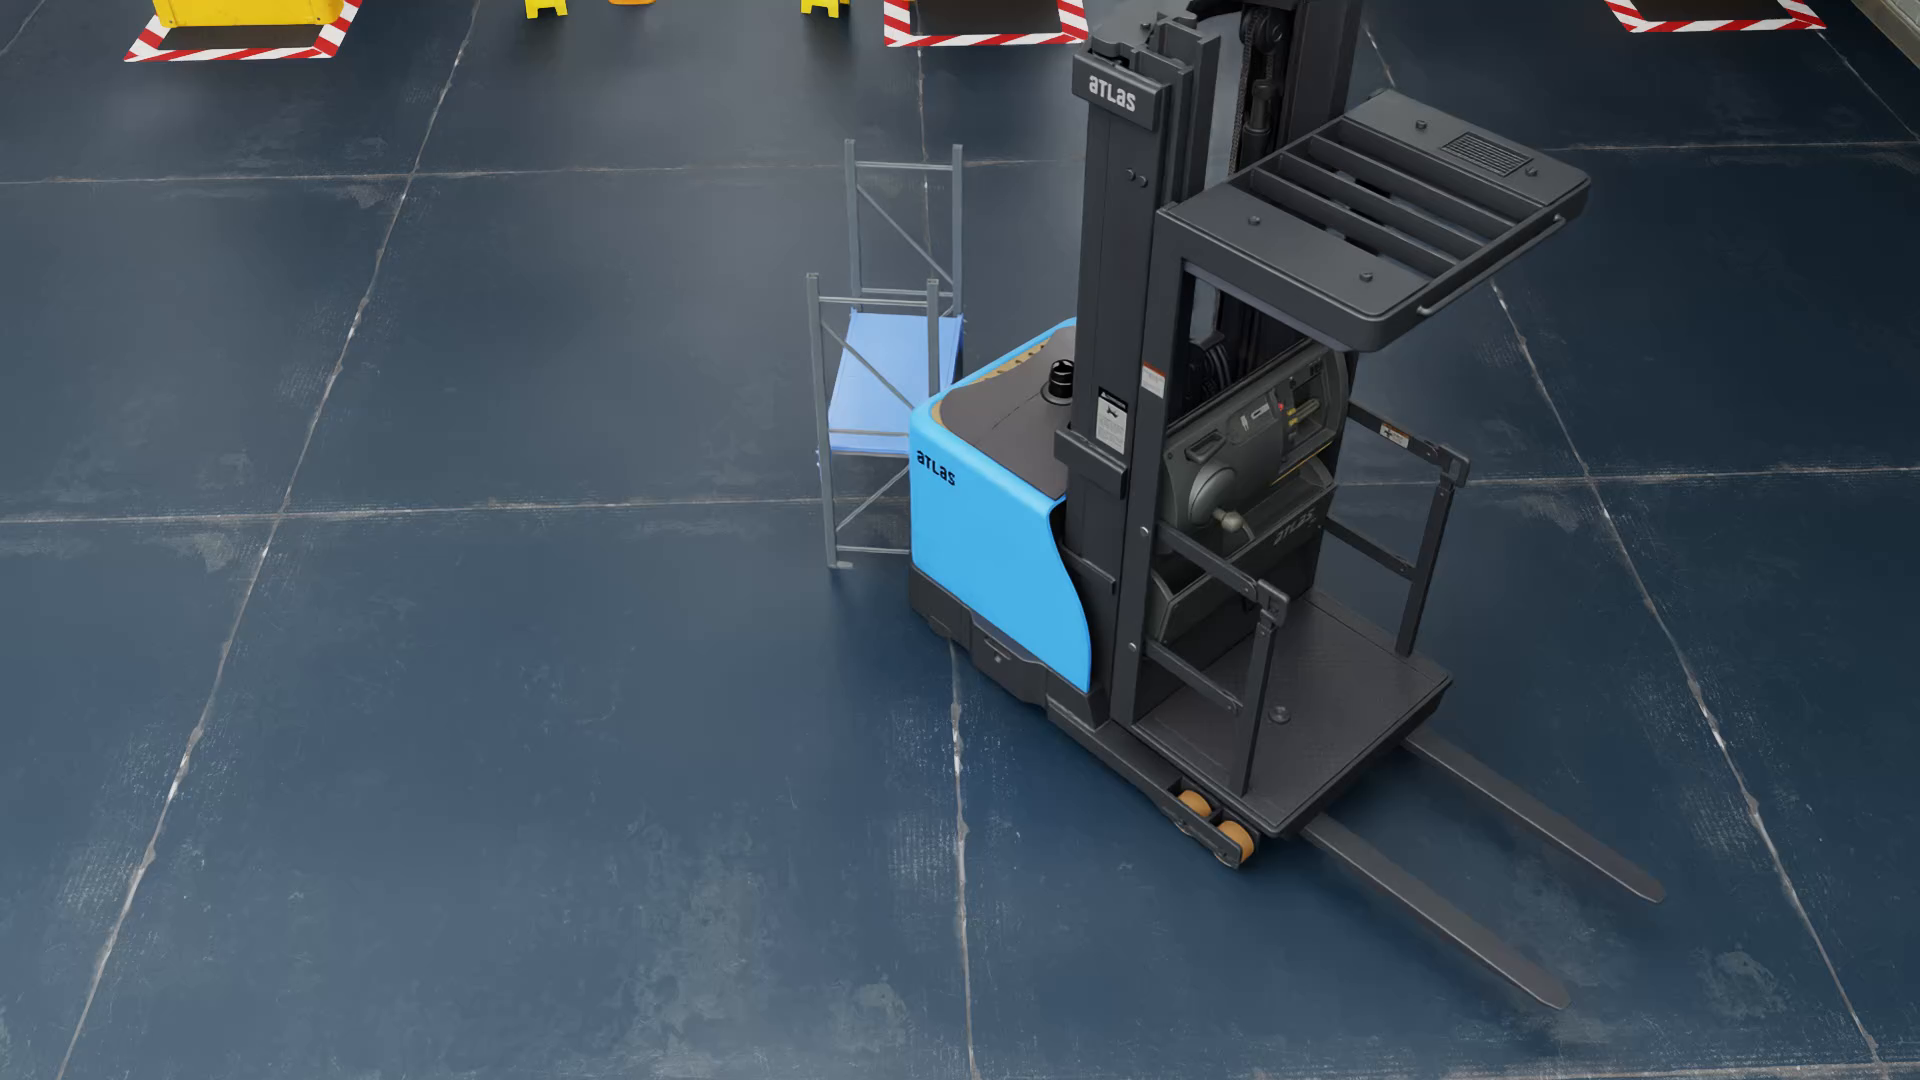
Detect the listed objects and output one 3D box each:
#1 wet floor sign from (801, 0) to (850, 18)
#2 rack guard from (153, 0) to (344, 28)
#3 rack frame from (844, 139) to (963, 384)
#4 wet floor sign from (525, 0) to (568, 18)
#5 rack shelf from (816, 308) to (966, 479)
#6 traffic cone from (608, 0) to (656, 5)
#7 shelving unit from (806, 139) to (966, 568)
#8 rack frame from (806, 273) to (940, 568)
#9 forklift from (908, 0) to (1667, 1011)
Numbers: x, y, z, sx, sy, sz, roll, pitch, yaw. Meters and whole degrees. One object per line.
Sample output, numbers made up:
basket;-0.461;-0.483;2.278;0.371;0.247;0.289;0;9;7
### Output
wet floor sign;-0.918;-3.872;11.147;0.267;0.644;0.232;12;44;13
rack guard;-4.797;-3.751;11.122;1.175;0.500;0.348;-2;43;-2
rack frame;-0.238;-1.115;7.506;0.500;1.500;0.032;4;43;4
wet floor sign;-2.819;-3.858;11.131;0.267;0.644;0.232;-8;43;-9
rack shelf;-0.284;-0.640;7.254;0.538;0.185;1.000;4;43;4
traffic cone;-2.258;-3.956;11.373;0.336;0.463;0.334;-2;43;-2
shelving unit;-0.284;-0.773;7.133;0.538;1.500;1.048;4;43;4
rack frame;-0.330;-0.431;6.759;0.500;1.500;0.032;4;43;4
forklift;1.162;-0.284;5.540;1.130;2.935;3.031;-33;52;-30
